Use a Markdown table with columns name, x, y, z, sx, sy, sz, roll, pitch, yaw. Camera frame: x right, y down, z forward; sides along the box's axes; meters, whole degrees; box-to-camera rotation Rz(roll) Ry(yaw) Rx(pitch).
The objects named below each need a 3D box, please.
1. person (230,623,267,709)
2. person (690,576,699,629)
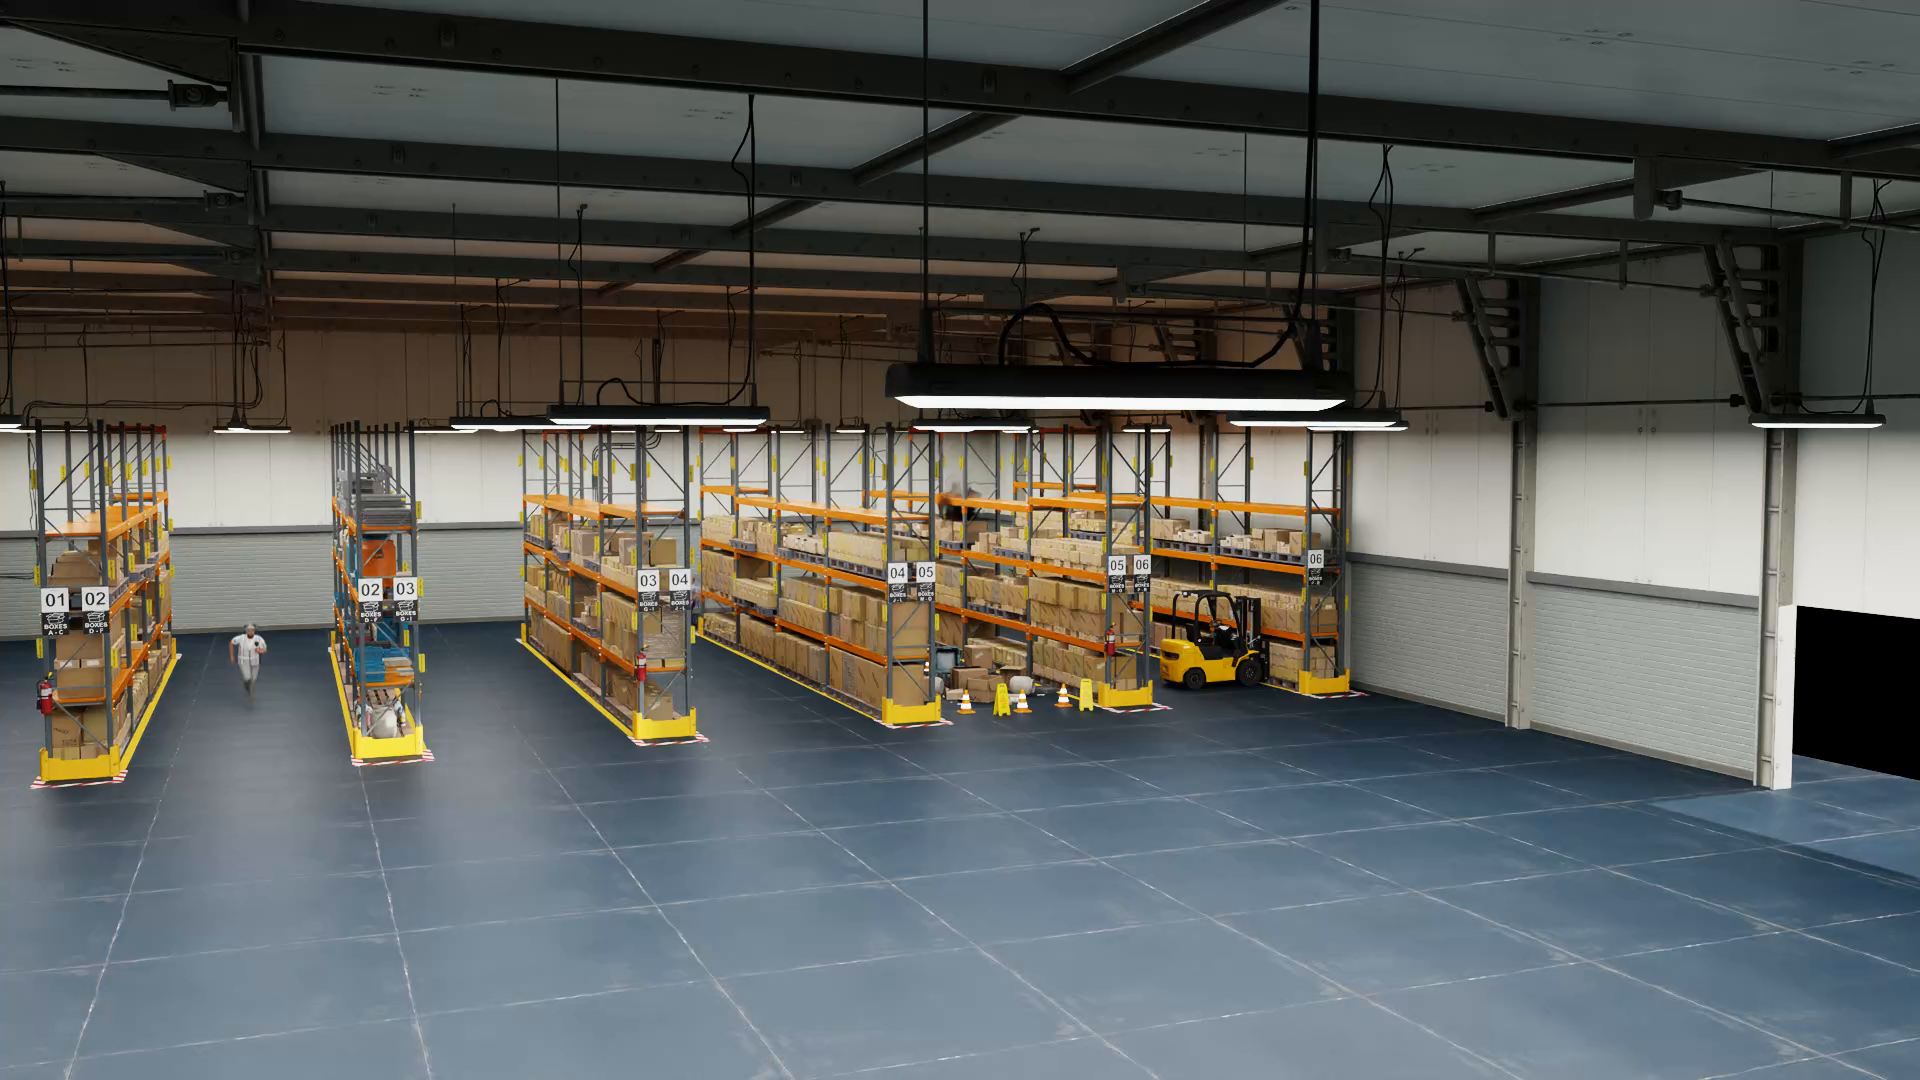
| name | x | y | z | sx | sy | sz | roll | pitch | yaw |
| --- | --- | --- | --- | --- | --- | --- | --- | --- | --- |
| person | -15.050 | 2.657 | 35.210 | 0.686 | 1.822 | 0.860 | -2 | 4 | -32 |
| person | -7.970 | 1.874 | 48.913 | 0.554 | 1.597 | 0.680 | -1 | 4 | -21 |
